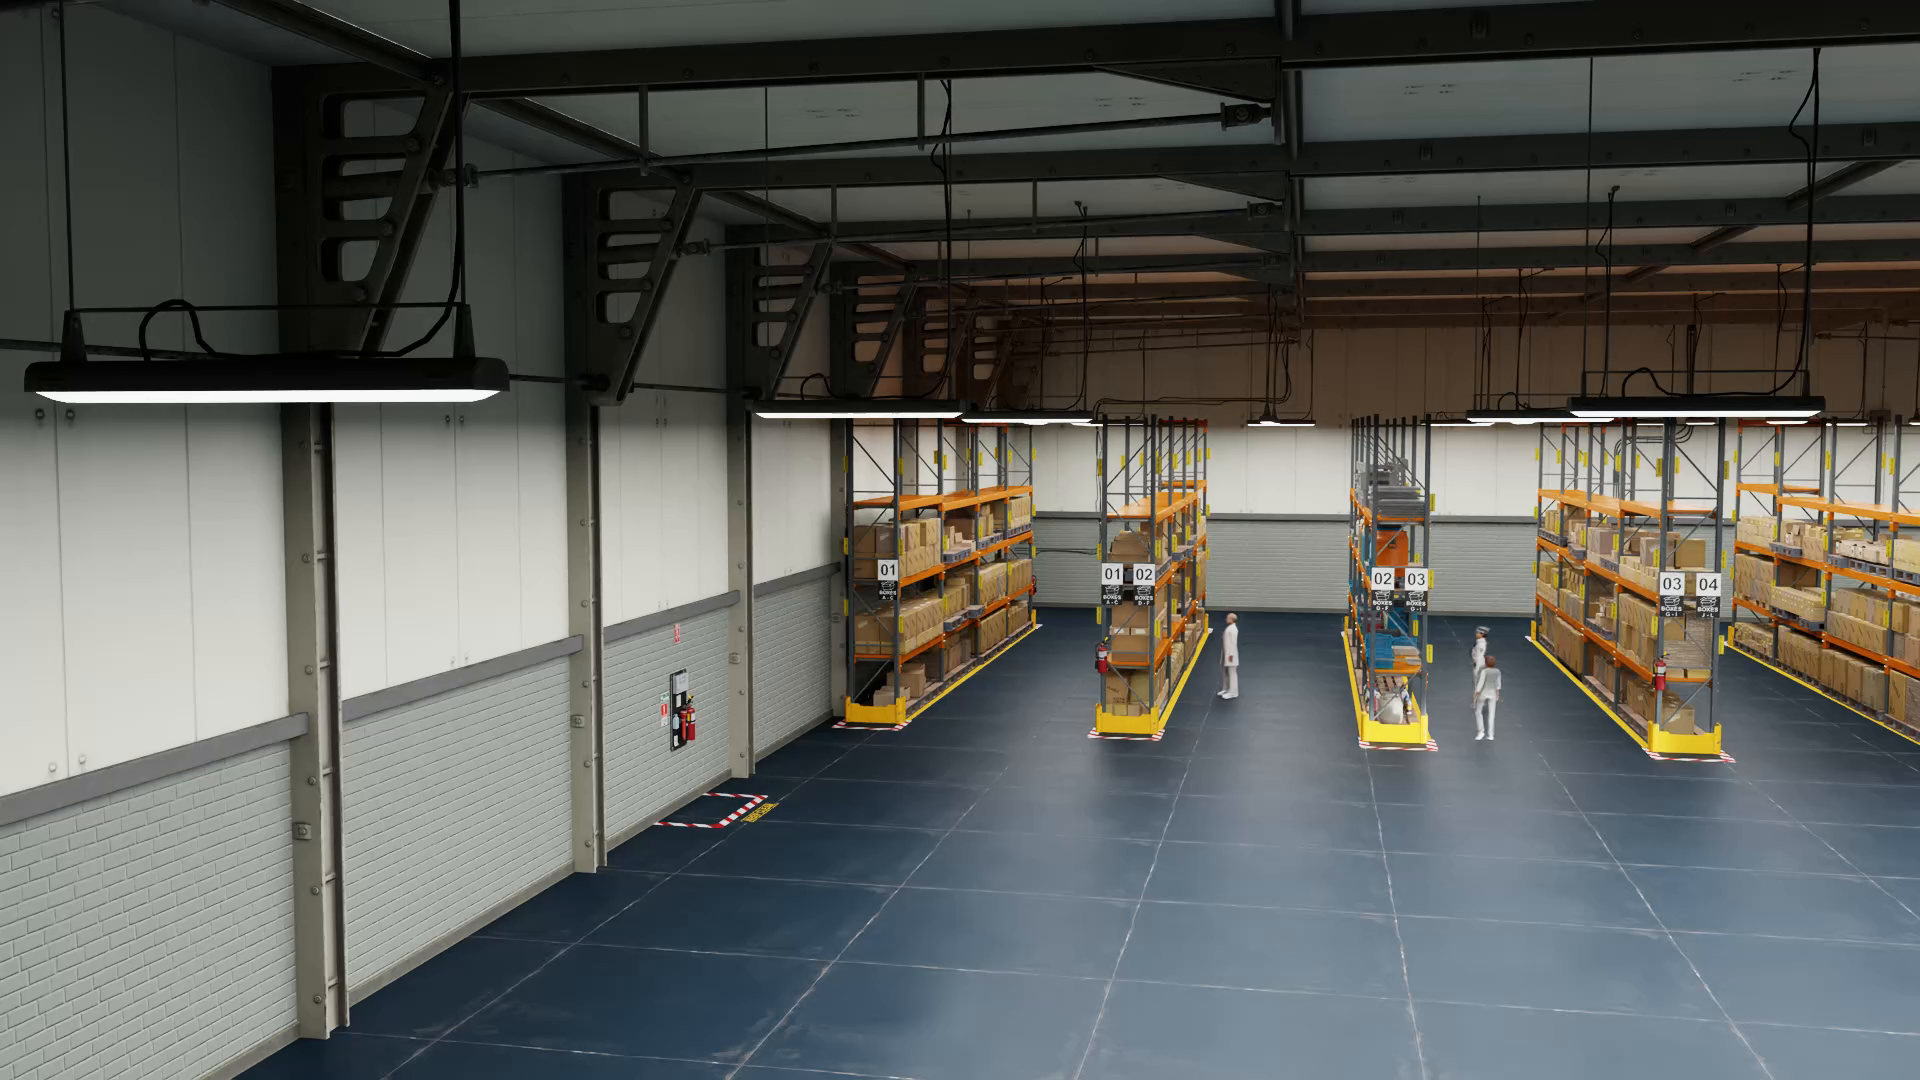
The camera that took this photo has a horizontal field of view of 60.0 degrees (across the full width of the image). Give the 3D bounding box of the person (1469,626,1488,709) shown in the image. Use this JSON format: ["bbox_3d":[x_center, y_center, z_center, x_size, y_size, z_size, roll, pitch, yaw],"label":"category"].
[{"bbox_3d":[10.639,2.606,34.176,0.412,1.697,0.478,3,5,35],"label":"person"}]

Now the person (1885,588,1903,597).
[{"bbox_3d":[26.149,1.752,46.568,0.877,1.728,0.627,-1,4,-14],"label":"person"}]

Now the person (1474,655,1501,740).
[{"bbox_3d":[9.698,2.894,30.565,0.481,1.597,0.450,1,4,13],"label":"person"}]

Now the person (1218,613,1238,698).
[{"bbox_3d":[5.744,2.455,35.548,0.427,1.782,0.616,-1,4,-13],"label":"person"}]
